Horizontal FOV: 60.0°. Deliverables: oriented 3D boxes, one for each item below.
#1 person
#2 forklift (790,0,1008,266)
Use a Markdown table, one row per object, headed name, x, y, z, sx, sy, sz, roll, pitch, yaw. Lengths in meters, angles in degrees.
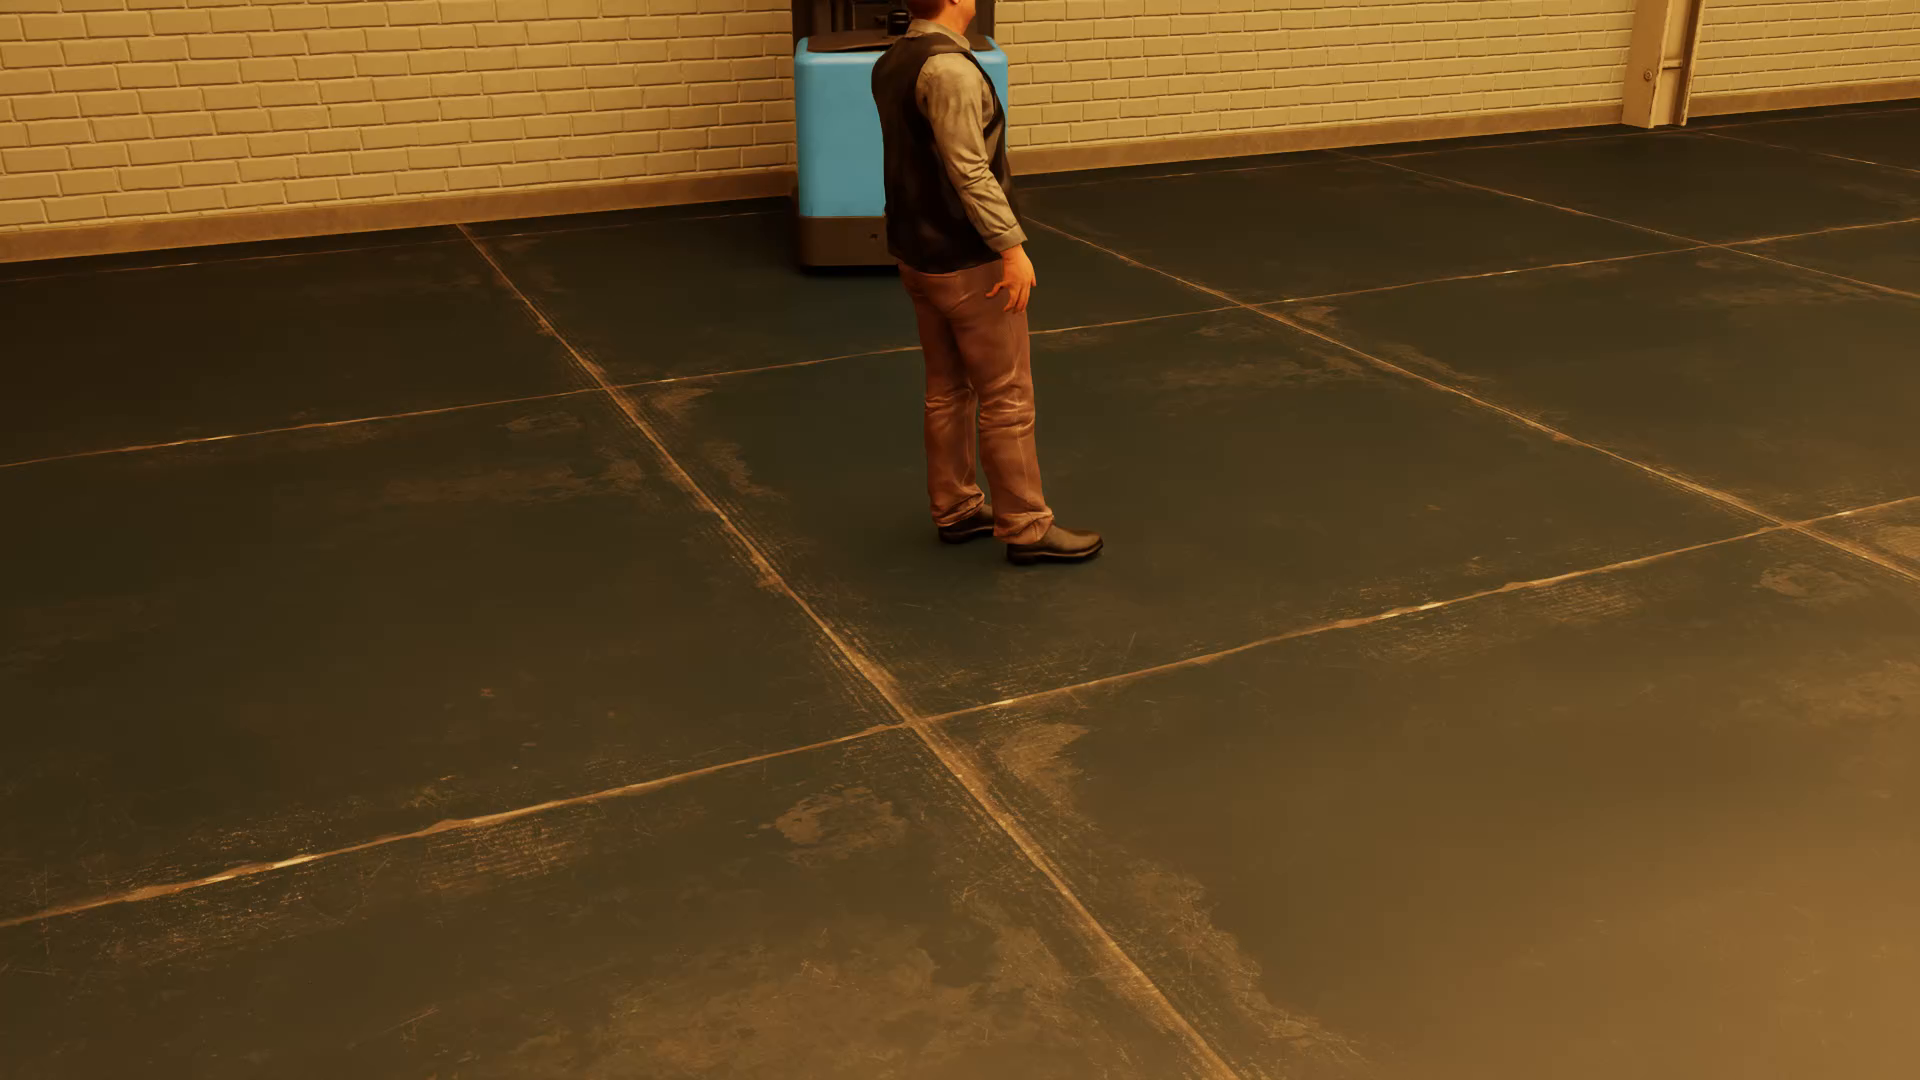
| name | x | y | z | sx | sy | sz | roll | pitch | yaw |
| --- | --- | --- | --- | --- | --- | --- | --- | --- | --- |
| person | 0.060 | -0.810 | 4.792 | 0.566 | 1.722 | 0.634 | -10 | 25 | -23 |
| forklift | -0.376 | -3.218 | 9.033 | 1.130 | 2.935 | 3.031 | -2 | 23 | -4 |
